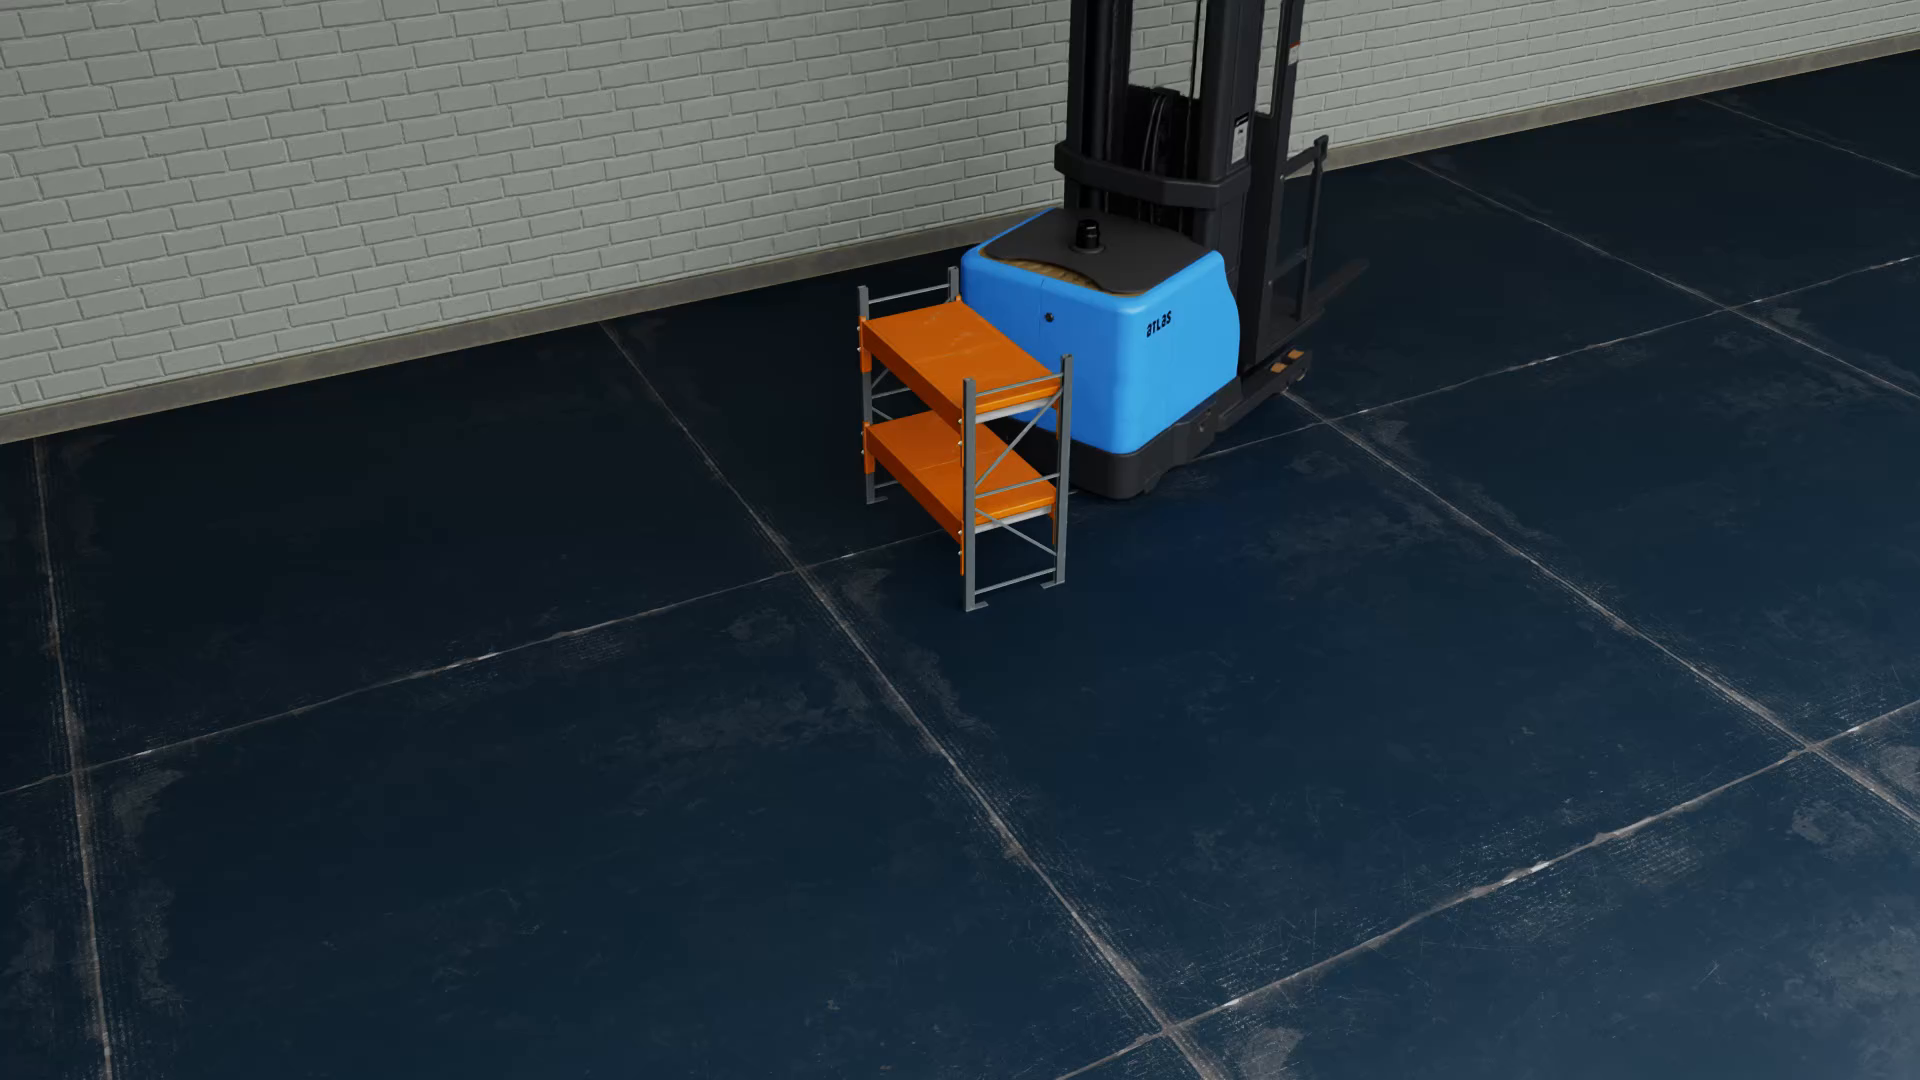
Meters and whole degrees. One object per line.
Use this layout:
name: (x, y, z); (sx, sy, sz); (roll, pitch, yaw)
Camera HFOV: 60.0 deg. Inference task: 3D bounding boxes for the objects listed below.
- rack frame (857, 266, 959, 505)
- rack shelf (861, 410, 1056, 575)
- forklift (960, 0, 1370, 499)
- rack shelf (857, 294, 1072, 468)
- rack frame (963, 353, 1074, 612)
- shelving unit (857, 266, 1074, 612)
rack frame: (-0.234, -0.713, 7.820); (0.500, 1.125, 0.032); (-16, 36, -23)
rack shelf: (0.003, -0.265, 7.573); (0.538, 0.278, 1.000); (-16, 36, -23)
forklift: (1.272, -2.167, 8.416); (1.130, 2.935, 3.031); (22, 39, 30)
rack shelf: (0.003, -0.717, 7.284); (0.538, 0.278, 1.000); (-16, 36, -23)
rack frame: (0.240, -0.228, 7.063); (0.500, 1.125, 0.032); (-16, 36, -23)
shelving unit: (0.003, -0.470, 7.442); (0.538, 1.125, 1.048); (-16, 36, -23)
